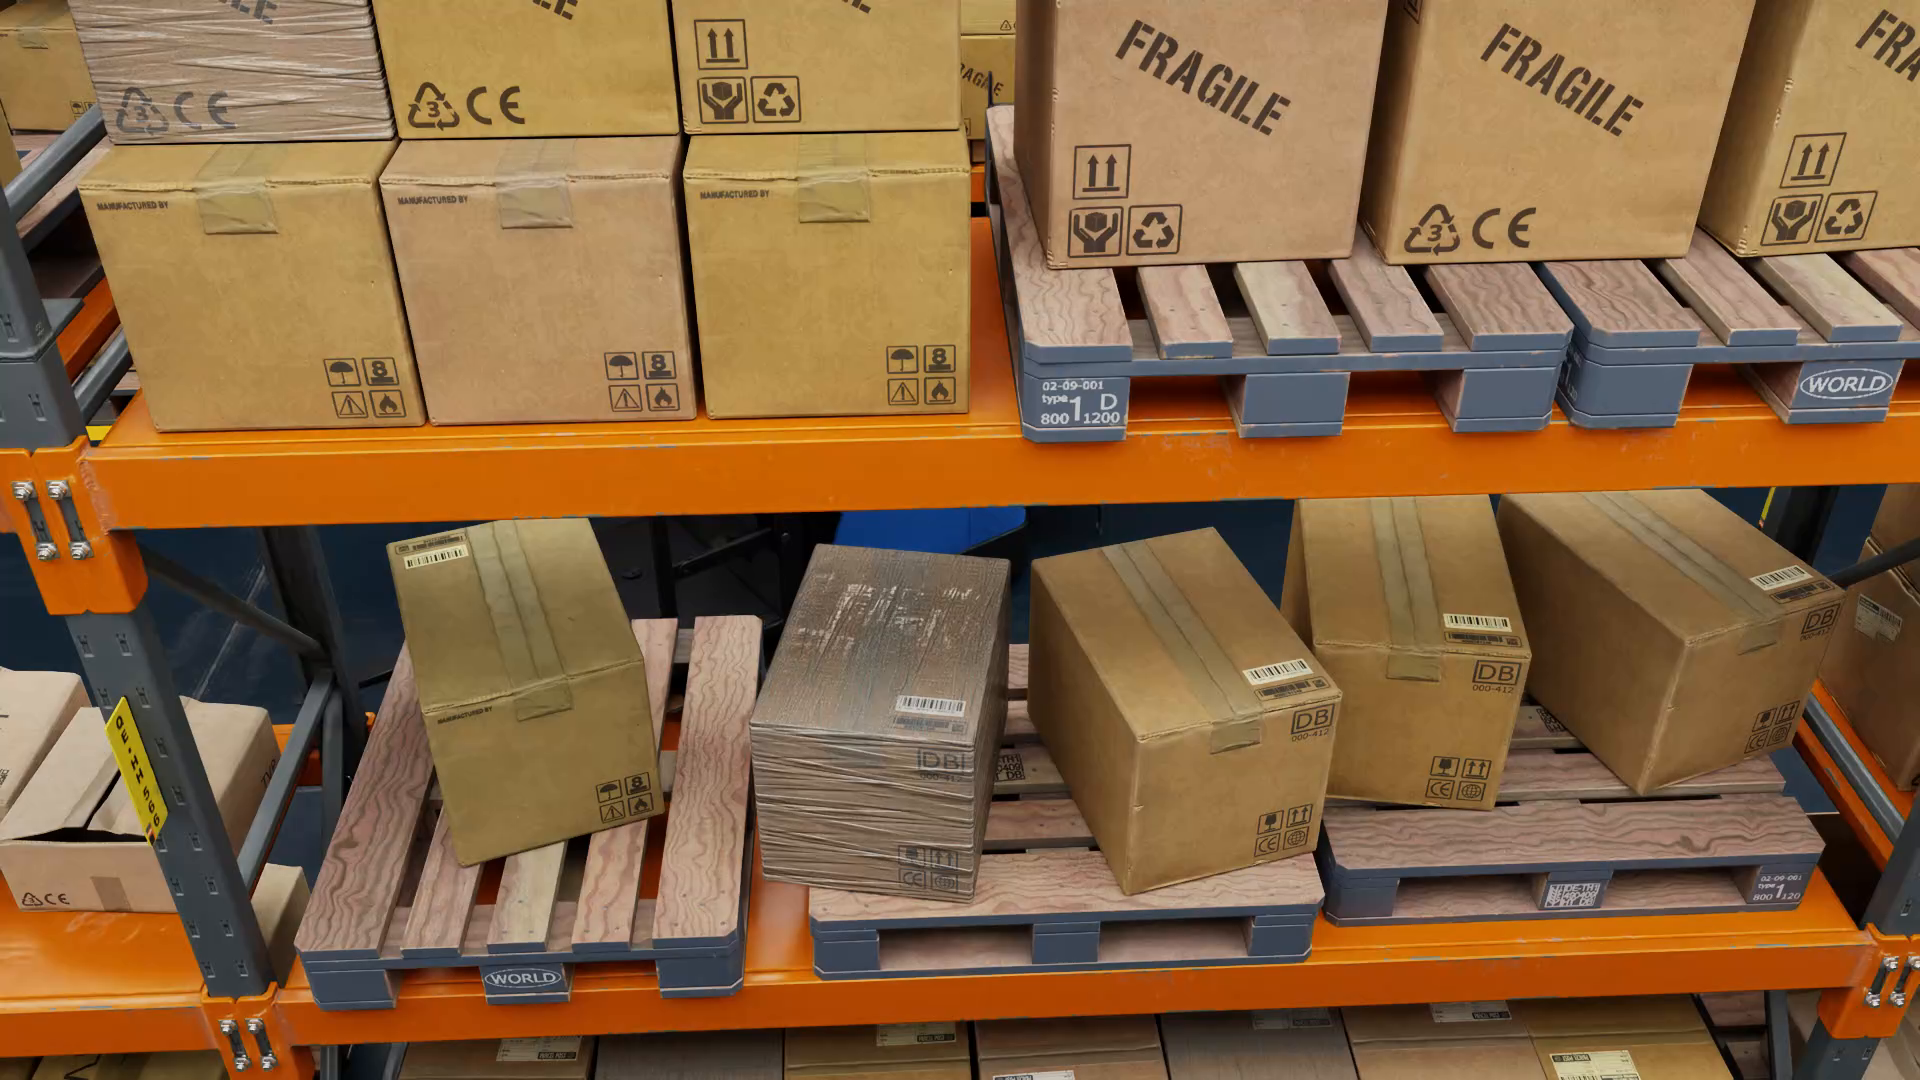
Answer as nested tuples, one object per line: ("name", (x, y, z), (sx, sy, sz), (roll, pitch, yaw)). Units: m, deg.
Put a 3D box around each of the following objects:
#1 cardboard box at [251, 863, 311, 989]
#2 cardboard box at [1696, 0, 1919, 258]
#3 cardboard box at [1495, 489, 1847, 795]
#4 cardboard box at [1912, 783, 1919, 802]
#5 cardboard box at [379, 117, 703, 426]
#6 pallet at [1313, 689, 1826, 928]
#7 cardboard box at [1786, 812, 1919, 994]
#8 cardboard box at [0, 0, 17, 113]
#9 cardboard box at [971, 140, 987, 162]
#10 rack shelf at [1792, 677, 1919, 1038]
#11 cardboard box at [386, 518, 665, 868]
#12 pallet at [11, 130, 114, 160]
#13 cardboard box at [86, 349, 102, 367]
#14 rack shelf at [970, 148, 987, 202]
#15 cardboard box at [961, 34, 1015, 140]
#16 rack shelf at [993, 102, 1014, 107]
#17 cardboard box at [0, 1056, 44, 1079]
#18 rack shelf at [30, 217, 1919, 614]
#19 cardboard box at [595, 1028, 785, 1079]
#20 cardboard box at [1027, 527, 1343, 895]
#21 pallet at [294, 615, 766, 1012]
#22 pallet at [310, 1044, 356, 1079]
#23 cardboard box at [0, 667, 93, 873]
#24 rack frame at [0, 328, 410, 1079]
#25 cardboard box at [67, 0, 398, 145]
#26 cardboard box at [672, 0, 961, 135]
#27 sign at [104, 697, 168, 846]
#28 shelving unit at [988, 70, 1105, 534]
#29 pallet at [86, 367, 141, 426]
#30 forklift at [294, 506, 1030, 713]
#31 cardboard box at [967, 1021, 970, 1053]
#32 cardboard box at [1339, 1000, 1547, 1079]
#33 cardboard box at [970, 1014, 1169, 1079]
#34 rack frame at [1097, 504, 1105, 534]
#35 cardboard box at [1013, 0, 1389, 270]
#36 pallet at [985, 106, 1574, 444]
("cardboard box", (-2.252, 1.213, 4.917), (0.500, 0.311, 0.500), (0, 35, -1))
("cardboard box", (1.774, -0.986, 3.359), (0.600, 0.600, 0.600), (-5, 35, -7))
("cardboard box", (1.797, 0.202, 4.365), (0.500, 0.500, 0.700), (-13, 37, -18))
("cardboard box", (2.803, 0.630, 4.116), (0.500, 0.500, 0.500), (-1, 35, -1))
("cardboard box", (-0.771, -0.681, 3.375), (0.500, 0.500, 0.910), (-2, 35, -2))
("pallet", (1.477, 0.569, 4.461), (1.213, 0.211, 1.003), (-2, 35, -2))
("cardboard box", (2.836, 1.201, 5.189), (0.500, 0.500, 0.500), (-2, 35, -2))
("cardboard box", (-4.880, -2.297, 7.959), (0.500, 0.500, 0.700), (2, 35, 3))
("cardboard box", (0.181, -2.010, 8.222), (0.250, 0.149, 0.380), (-1, 35, -1))
("rack shelf", (4.278, 0.772, 4.631), (4.000, 0.370, 1.077), (-2, 35, -2))
("cardboard box", (-1.091, 0.343, 4.161), (0.500, 0.500, 0.700), (-13, 37, -18))
("pallet", (-3.928, -2.022, 8.205), (1.213, 0.211, 1.003), (-2, 35, -2))
("cardboard box", (-4.700, -1.295, 8.795), (0.500, 0.500, 0.700), (-2, 35, -3))
("rack shelf", (0.045, -1.936, 8.544), (4.000, 0.370, 1.077), (-2, 35, -2))
("cardboard box", (0.083, -2.257, 8.009), (0.500, 0.500, 0.500), (-1, 35, -1))
("rack shelf", (0.396, -1.549, 6.936), (0.480, 0.518, 0.431), (-5, 35, -6))
("cardboard box", (-2.745, 1.537, 4.447), (0.500, 0.311, 0.500), (-2, 35, -3))
("rack shelf", (0.283, -0.354, 3.621), (4.000, 0.370, 1.077), (-2, 35, -2))
("cardboard box", (-0.724, 1.618, 4.586), (0.500, 0.500, 0.500), (-3, 35, -4))
("cardboard box", (0.519, 0.399, 4.081), (0.500, 0.500, 0.700), (-10, 36, -14))
("pallet", (-1.041, 0.659, 4.331), (1.003, 0.211, 1.213), (-2, 35, -2))
("pallet", (-2.539, 1.785, 4.986), (1.213, 0.211, 1.003), (-2, 35, -2))
("cardboard box", (-2.617, 0.589, 4.342), (0.500, 0.311, 0.500), (-2, 35, -3))
("rack frame", (-1.715, 0.638, 4.192), (0.127, 3.000, 1.000), (-2, 35, -2))
("cardboard box", (-1.279, -1.056, 3.037), (0.500, 0.500, 0.500), (-2, 35, -2))
("cardboard box", (-0.260, -1.083, 3.077), (0.500, 0.500, 0.500), (-2, 35, -2))
("sign", (-1.685, 0.477, 3.407), (0.005, 0.325, 0.100), (-2, 35, -2))
("shelving unit", (0.396, -0.984, 7.327), (0.503, 2.100, 0.431), (-5, 35, -6))
("pallet", (-3.949, -0.980, 8.980), (1.213, 0.211, 1.003), (-2, 35, -2))
("forklift", (-1.179, -0.769, 6.285), (3.031, 2.935, 1.130), (-23, 41, -29))
("cardboard box", (0.249, 1.295, 5.053), (0.500, 0.500, 0.500), (-3, 35, -4))
("cardboard box", (1.307, 1.562, 4.667), (0.500, 0.500, 0.500), (-1, 35, -2))
("cardboard box", (0.298, 1.590, 4.626), (0.500, 0.500, 0.500), (-3, 35, -4))
("rack frame", (0.638, -1.003, 7.355), (0.015, 2.100, 0.400), (-5, 35, -6))
("cardboard box", (0.442, -0.949, 3.305), (0.600, 0.600, 0.600), (-3, 35, -4))
("pallet", (0.590, -0.619, 3.537), (1.003, 0.211, 1.213), (-2, 35, -2))
